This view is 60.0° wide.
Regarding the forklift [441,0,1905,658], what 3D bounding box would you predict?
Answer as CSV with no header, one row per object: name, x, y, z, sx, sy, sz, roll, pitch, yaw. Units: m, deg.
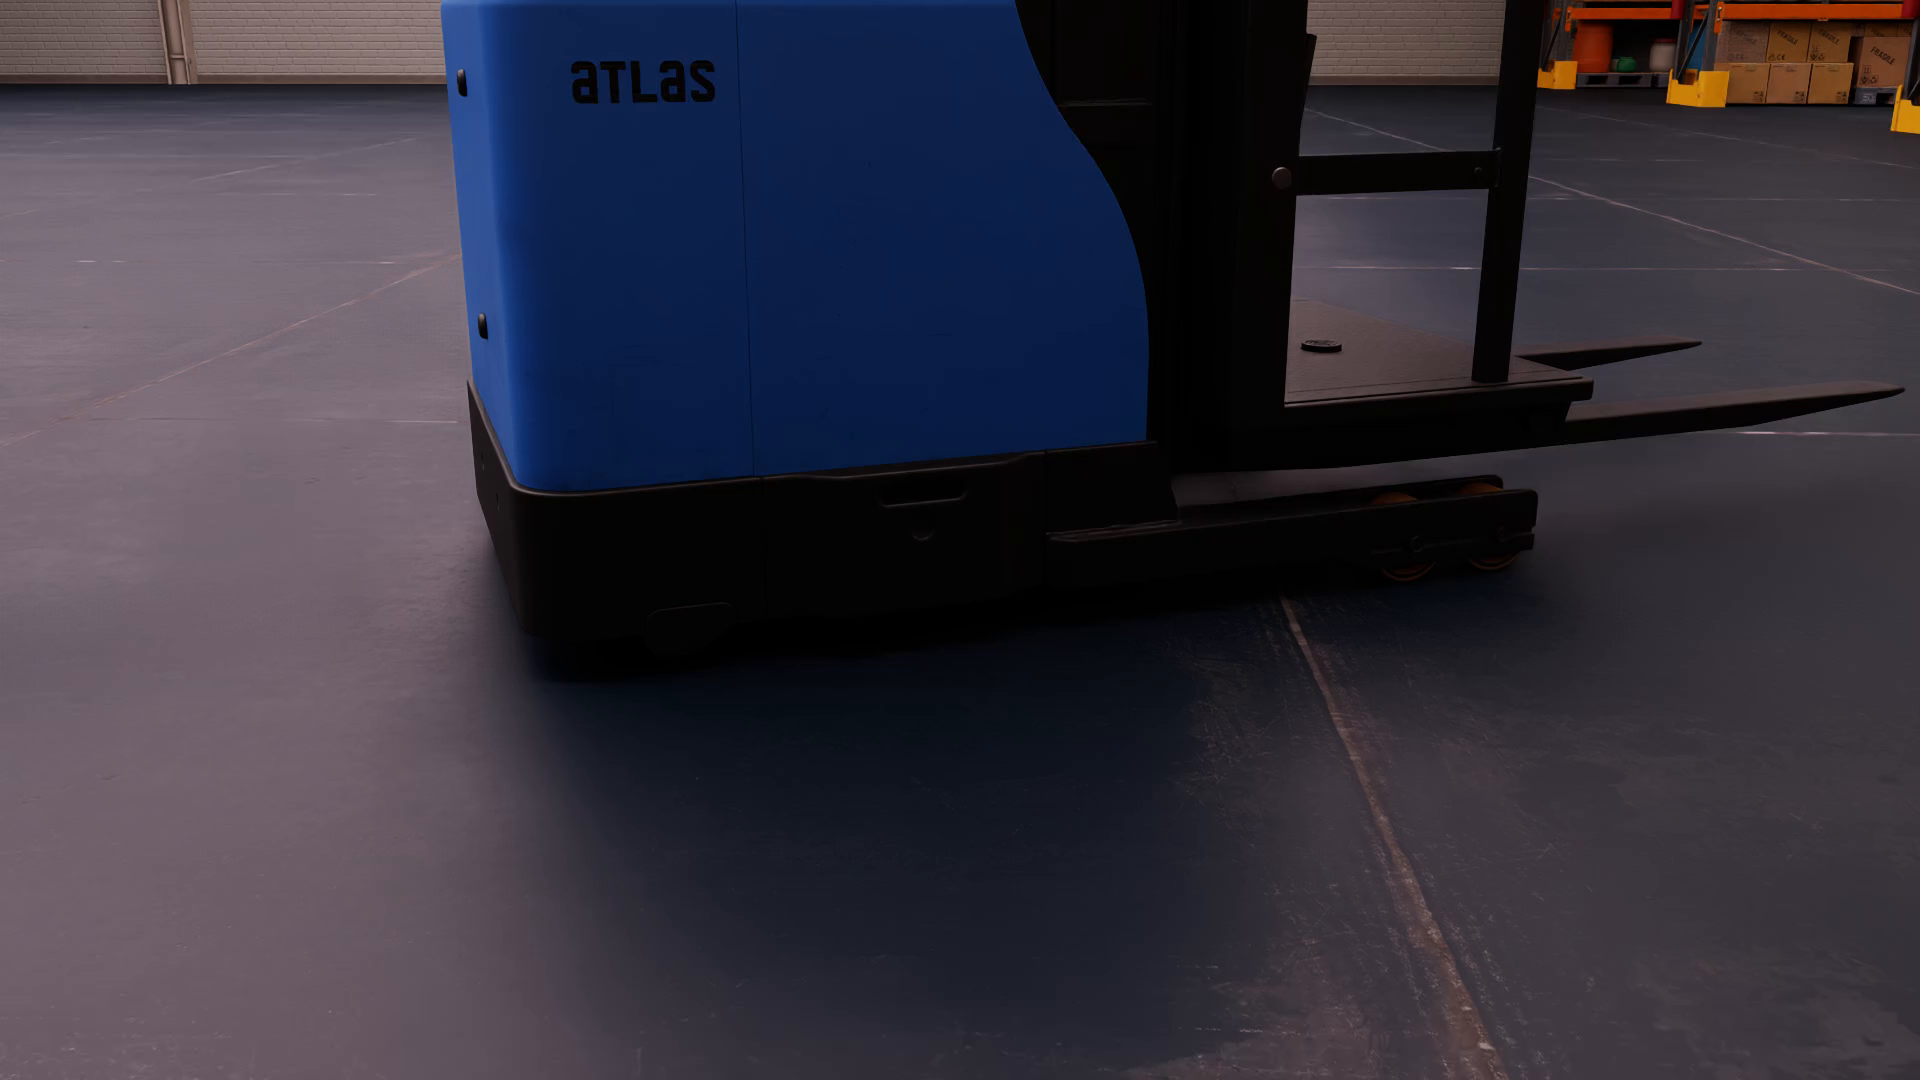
forklift,0.571,-1.462,3.137,3.031,2.935,1.130,-6,18,-19
